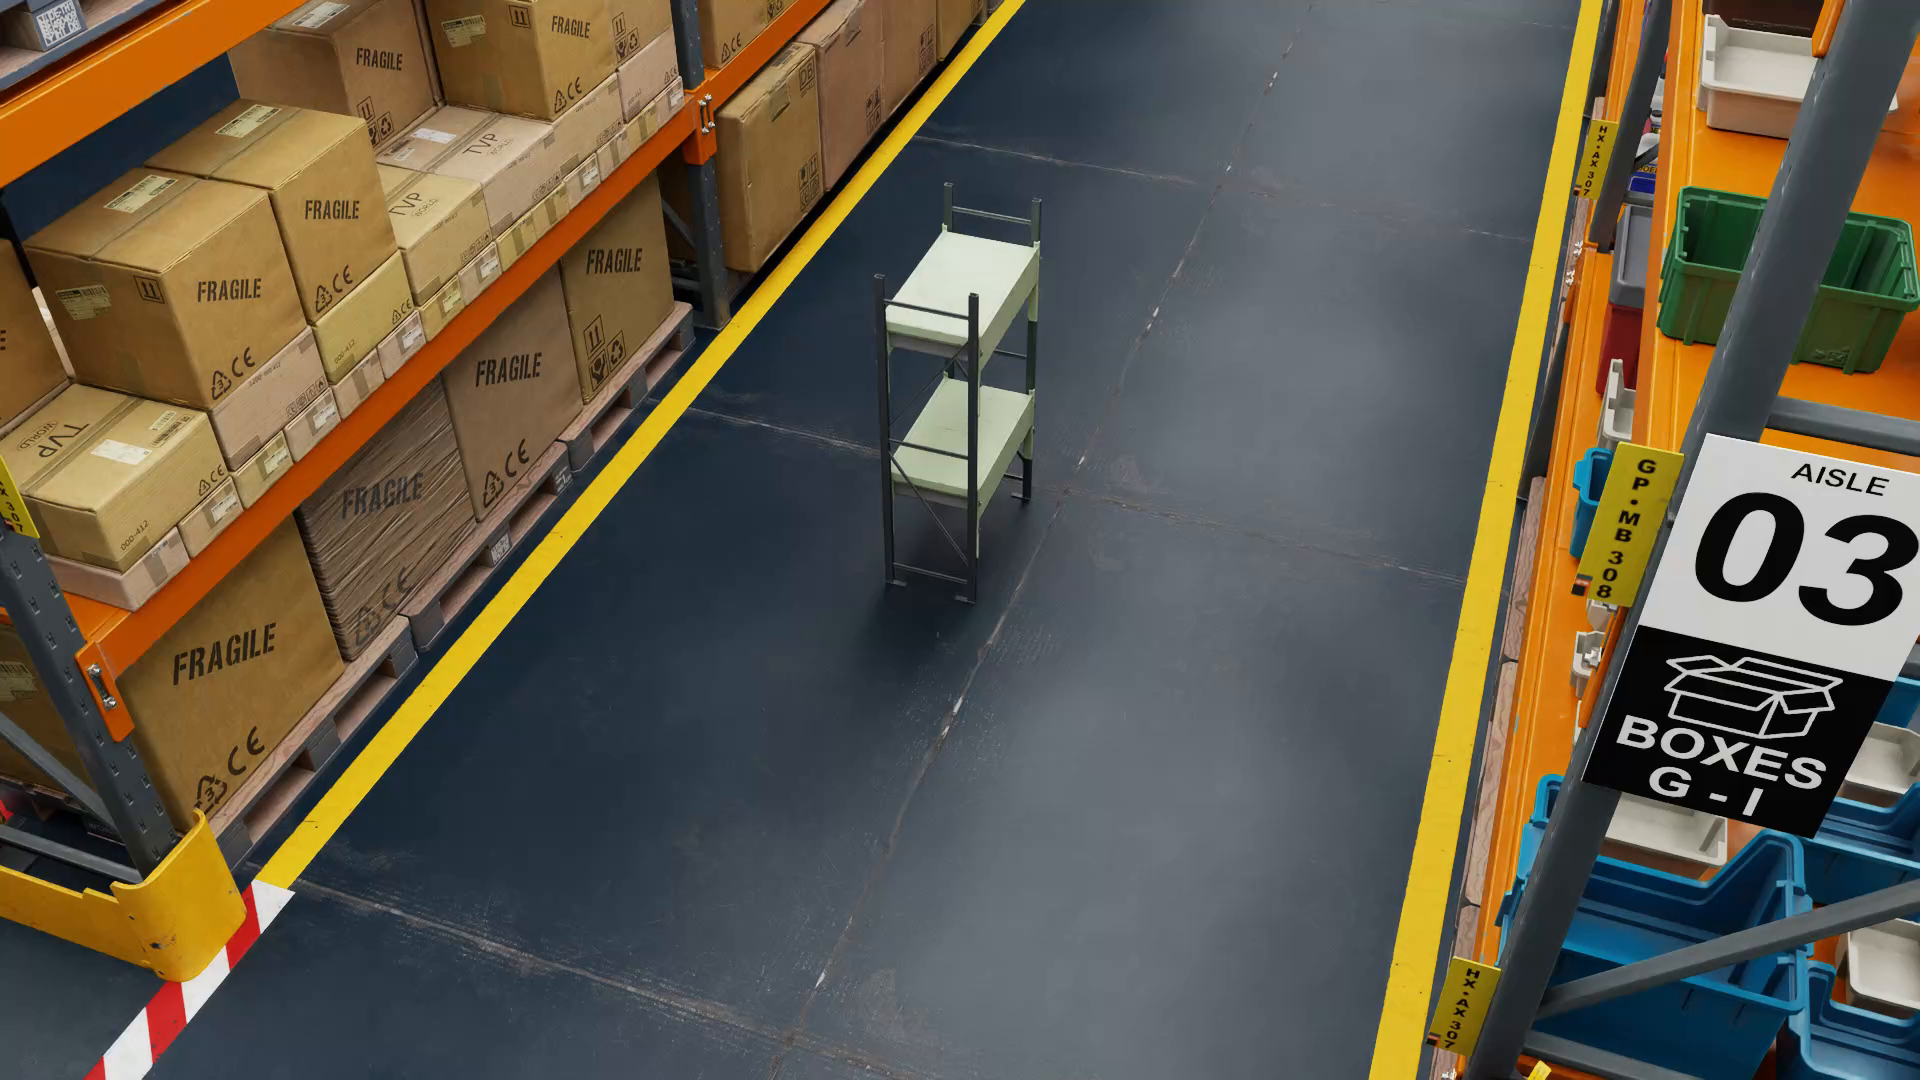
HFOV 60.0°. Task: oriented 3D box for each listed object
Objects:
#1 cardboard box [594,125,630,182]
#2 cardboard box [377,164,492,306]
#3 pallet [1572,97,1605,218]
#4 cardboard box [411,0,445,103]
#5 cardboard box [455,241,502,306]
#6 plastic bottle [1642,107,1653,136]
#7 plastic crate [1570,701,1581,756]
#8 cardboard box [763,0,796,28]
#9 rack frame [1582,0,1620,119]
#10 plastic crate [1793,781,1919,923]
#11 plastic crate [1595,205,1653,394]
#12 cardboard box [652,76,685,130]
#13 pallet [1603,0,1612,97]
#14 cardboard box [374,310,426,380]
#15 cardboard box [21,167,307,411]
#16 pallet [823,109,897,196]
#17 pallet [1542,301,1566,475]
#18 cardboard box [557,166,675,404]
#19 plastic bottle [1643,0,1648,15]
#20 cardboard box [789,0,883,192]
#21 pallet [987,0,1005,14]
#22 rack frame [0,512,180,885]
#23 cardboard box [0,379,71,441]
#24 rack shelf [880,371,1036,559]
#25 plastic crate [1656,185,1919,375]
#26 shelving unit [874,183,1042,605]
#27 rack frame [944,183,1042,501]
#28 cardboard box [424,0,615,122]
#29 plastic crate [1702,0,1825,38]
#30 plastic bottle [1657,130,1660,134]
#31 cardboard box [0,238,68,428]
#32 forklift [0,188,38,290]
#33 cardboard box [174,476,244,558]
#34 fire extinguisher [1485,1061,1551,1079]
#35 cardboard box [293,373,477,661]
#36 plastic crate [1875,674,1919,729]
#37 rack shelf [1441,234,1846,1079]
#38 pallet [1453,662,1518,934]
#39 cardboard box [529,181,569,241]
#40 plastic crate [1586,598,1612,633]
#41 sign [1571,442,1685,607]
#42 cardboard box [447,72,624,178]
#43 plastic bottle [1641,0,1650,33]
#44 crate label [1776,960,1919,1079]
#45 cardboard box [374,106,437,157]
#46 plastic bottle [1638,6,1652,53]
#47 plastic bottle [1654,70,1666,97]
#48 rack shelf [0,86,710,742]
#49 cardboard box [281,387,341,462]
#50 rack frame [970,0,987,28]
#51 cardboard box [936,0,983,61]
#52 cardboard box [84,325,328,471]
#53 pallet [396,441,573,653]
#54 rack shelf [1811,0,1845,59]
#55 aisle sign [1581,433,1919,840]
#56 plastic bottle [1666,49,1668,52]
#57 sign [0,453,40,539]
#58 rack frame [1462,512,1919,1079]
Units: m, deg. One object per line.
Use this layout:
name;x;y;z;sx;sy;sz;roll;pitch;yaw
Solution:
cardboard box;-1.643;-1.678;7.100;0.380;0.149;0.250;13;42;14
cardboard box;-2.100;-1.139;6.160;0.500;0.250;0.500;12;42;14
pallet;4.121;-2.136;9.591;1.003;0.211;1.213;13;42;15
cardboard box;-2.250;-2.154;6.772;0.500;0.500;0.500;13;42;15
cardboard box;-1.994;-1.053;6.367;0.380;0.149;0.250;14;42;16
plastic bottle;2.851;-1.666;6.981;0.061;0.283;0.133;13;42;15
plastic crate;1.837;0.559;4.440;0.396;0.136;0.243;13;42;15
cardboard box;-1.107;-2.916;8.280;0.500;0.500;0.500;13;42;15
rack frame;4.352;-3.687;9.260;1.000;3.000;0.127;13;42;15
plastic crate;2.235;0.755;4.137;0.416;0.233;0.300;13;42;15
plastic crate;2.443;-0.805;5.787;0.402;0.464;0.583;13;42;15
cardboard box;-1.467;-1.992;7.467;0.380;0.149;0.250;14;42;15
pallet;4.653;-3.090;10.709;1.003;0.211;1.213;13;42;15
cardboard box;-2.170;-0.739;5.999;0.380;0.149;0.250;13;42;15
cardboard box;-2.450;-0.786;5.168;0.500;0.500;0.500;12;42;14
pallet;-1.062;-2.519;10.040;1.003;0.211;1.213;13;42;15
pallet;3.287;-0.647;7.846;1.003;0.211;1.213;13;42;15
cardboard box;-1.971;-1.313;7.791;0.875;0.875;0.875;13;42;15
plastic bottle;3.462;-2.755;8.258;0.061;0.283;0.133;13;42;15
cardboard box;-1.166;-2.638;9.344;1.225;0.875;0.875;12;42;14
pallet;-0.034;-4.201;12.012;1.003;0.211;1.213;13;42;15
rack frame;-3.038;0.094;4.829;1.000;3.000;0.127;13;42;15
cardboard box;-3.122;-0.317;5.197;0.500;0.250;0.500;13;42;14
rack shelf;0.002;-0.327;6.980;0.431;0.370;0.720;13;42;15
plastic crate;1.685;-0.533;3.415;0.450;0.188;0.336;13;42;15
shelving unit;0.002;-0.575;6.768;0.431;1.500;0.755;13;42;15
rack frame;0.127;-0.798;7.030;0.400;1.500;0.023;13;42;15
cardboard box;-1.752;-2.043;6.642;0.500;0.500;0.500;14;42;16
plastic crate;2.301;-1.641;4.653;0.497;0.269;0.590;13;42;15
plastic bottle;2.931;-1.628;7.000;0.097;0.201;0.097;0;40;0
cardboard box;-3.119;-0.603;4.955;0.500;0.500;0.500;14;42;16
forklift;-4.644;-1.555;6.815;1.130;2.935;3.031;13;42;14
cardboard box;-2.521;-0.111;5.263;0.380;0.149;0.250;13;42;14
fire extinguisher;1.137;1.355;3.697;0.296;0.674;0.183;13;42;15
cardboard box;-2.584;-0.221;6.512;0.875;0.875;0.875;13;42;15
plastic crate;2.460;0.353;4.608;0.416;0.233;0.300;13;42;15
rack shelf;2.300;0.247;5.204;1.077;0.370;4.000;13;42;15
pallet;2.353;1.018;5.895;1.003;0.211;1.213;13;42;15
cardboard box;-1.819;-1.364;6.731;0.380;0.149;0.250;14;42;16
plastic crate;1.993;0.199;4.862;0.298;0.136;0.250;13;42;15
sign;1.093;-0.021;2.733;0.100;0.325;0.005;13;42;15
cardboard box;-1.750;-1.759;6.887;0.500;0.250;0.500;15;43;16
plastic bottle;3.426;-2.601;8.084;0.152;0.276;0.135;13;42;15
crate label;2.010;1.156;3.667;0.416;0.233;0.303;13;42;15
cardboard box;-2.424;-1.554;6.647;0.500;0.250;0.500;14;43;16
plastic bottle;3.274;-2.420;7.865;0.061;0.283;0.133;13;42;15
plastic bottle;2.991;-1.861;7.159;0.144;0.351;0.185;13;42;15
rack shelf;-2.355;-0.853;6.493;1.077;0.370;4.000;13;42;15
cardboard box;-2.345;-0.427;5.632;0.380;0.149;0.250;13;42;14
rack frame;-0.303;-4.786;10.548;1.000;3.000;0.127;13;42;15
cardboard box;-0.558;-3.721;10.614;1.225;0.875;0.875;11;42;13
cardboard box;-2.449;-0.514;5.428;0.500;0.250;0.500;13;42;15
pallet;-2.420;-0.092;7.196;1.003;0.211;1.213;13;42;15
rack shelf;2.300;-1.883;3.387;1.077;0.370;4.000;13;42;15
aisle sign;1.316;0.183;2.722;0.394;0.787;0.004;13;42;15
plastic bottle;3.112;-2.042;7.428;0.152;0.276;0.135;13;42;15
sign;-2.519;-0.139;4.374;0.100;0.325;0.005;13;42;15
rack frame;1.616;1.193;3.541;1.000;3.000;0.127;13;42;15
